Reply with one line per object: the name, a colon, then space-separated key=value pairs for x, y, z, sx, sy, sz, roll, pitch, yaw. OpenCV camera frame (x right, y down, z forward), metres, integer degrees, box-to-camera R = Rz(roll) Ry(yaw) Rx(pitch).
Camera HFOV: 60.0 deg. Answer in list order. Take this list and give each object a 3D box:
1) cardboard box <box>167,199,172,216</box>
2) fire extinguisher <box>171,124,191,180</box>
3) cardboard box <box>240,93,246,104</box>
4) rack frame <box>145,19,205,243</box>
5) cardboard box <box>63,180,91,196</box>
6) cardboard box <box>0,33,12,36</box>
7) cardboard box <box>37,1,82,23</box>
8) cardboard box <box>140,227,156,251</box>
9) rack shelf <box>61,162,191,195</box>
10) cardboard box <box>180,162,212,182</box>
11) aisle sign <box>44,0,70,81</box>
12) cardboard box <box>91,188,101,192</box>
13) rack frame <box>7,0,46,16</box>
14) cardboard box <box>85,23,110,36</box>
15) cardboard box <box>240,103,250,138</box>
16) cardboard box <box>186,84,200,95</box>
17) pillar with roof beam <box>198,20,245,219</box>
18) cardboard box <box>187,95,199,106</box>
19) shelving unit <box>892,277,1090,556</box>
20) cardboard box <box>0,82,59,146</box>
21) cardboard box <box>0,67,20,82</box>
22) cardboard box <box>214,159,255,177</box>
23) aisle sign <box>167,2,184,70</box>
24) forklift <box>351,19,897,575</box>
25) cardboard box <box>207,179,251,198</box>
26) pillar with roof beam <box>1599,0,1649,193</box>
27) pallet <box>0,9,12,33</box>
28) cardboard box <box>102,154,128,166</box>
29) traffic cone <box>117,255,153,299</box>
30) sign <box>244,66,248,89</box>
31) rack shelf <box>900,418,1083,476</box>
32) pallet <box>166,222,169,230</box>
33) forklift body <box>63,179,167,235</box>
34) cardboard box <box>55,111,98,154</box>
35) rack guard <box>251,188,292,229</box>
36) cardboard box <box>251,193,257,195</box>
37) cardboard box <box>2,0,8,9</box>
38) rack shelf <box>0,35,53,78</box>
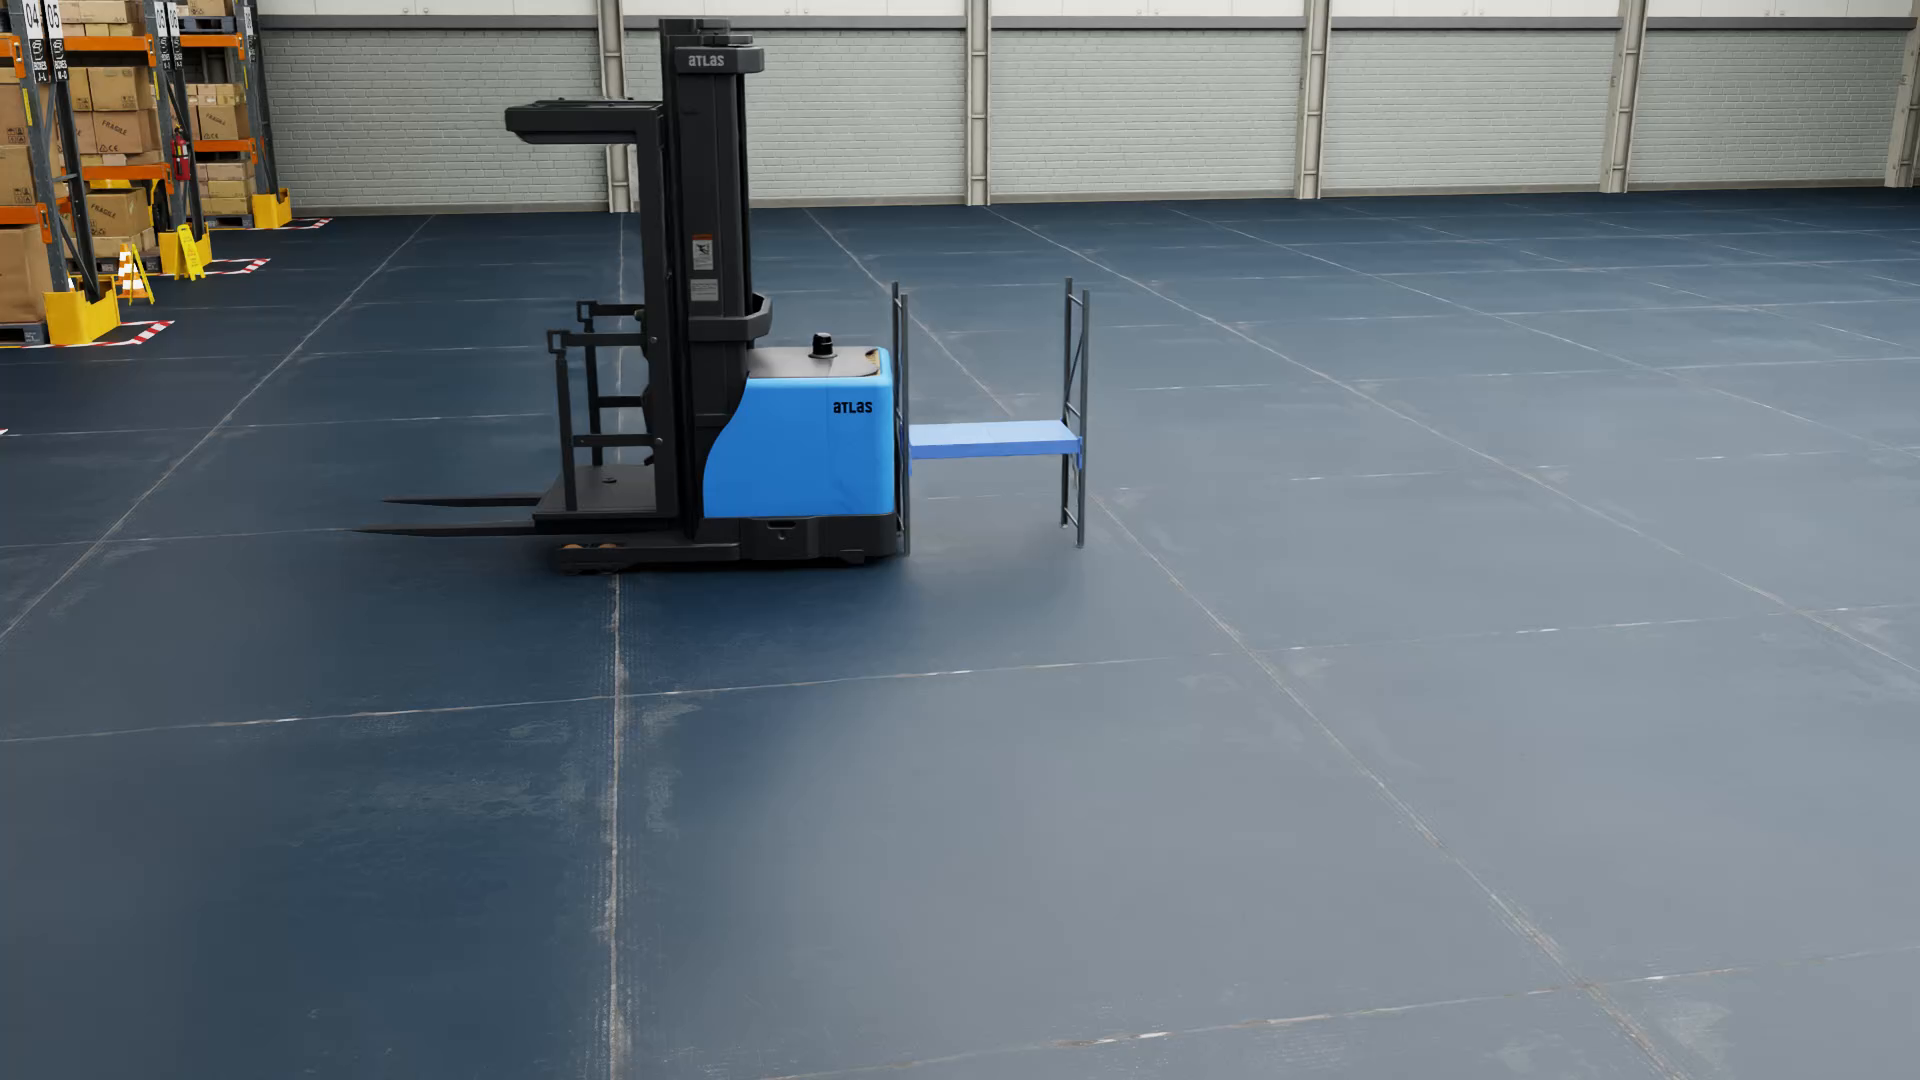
cardboard box: x=-12.016 y=-5.035 z=25.063 sx=0.500 sy=0.250 sz=0.500 roll=-3 pitch=17 yaw=-10
fire extinguisher: x=-9.486 y=-4.722 z=20.207 sx=0.183 sy=0.674 sz=0.296 roll=-3 pitch=17 yaw=-10
cardboard box: x=-11.014 y=-6.730 z=25.338 sx=0.250 sy=0.149 sz=0.380 roll=-4 pitch=17 yaw=-12
rack frame: x=-9.686 y=-4.885 z=20.608 sx=0.127 sy=3.000 sz=1.000 roll=-3 pitch=17 yaw=-10
cardboard box: x=-10.771 y=-4.280 z=20.225 sx=0.250 sy=0.149 sz=0.380 roll=-3 pitch=17 yaw=-9
cardboard box: x=-11.246 y=-6.035 z=19.671 sx=0.250 sy=0.149 sz=0.380 roll=-4 pitch=17 yaw=-12
cardboard box: x=-10.634 y=-6.260 z=19.723 sx=0.500 sy=0.250 sz=0.500 roll=-3 pitch=17 yaw=-11
cardboard box: x=-10.530 y=-3.806 z=21.063 sx=0.500 sy=0.250 sz=0.500 roll=-3 pitch=17 yaw=-11
rack shelf: x=-11.650 y=-4.430 z=20.351 sx=4.000 sy=0.370 sz=1.077 roll=-3 pitch=17 yaw=-10
cardboard box: x=-11.525 y=-5.534 z=24.987 sx=0.500 sy=0.250 sz=0.500 roll=-3 pitch=17 yaw=-9
aisle sign: x=-8.635 y=-4.797 z=15.893 sx=0.004 sy=0.787 sz=0.394 roll=-3 pitch=17 yaw=-10
cardboard box: x=-11.066 y=-4.133 z=20.849 sx=0.500 sy=0.500 sz=0.500 roll=-4 pitch=18 yaw=-13
rack frame: x=-8.648 y=-6.332 z=15.099 sx=0.127 sy=3.000 sz=1.000 roll=-3 pitch=17 yaw=-10
cardboard box: x=-10.221 y=-6.075 z=19.801 sx=0.250 sy=0.149 sz=0.380 roll=-3 pitch=17 yaw=-10
cardboard box: x=-11.170 y=-6.416 z=25.422 sx=0.500 sy=0.500 sz=0.500 roll=-3 pitch=17 yaw=-9
cardboard box: x=-11.431 y=-6.690 z=24.703 sx=0.250 sy=0.149 sz=0.380 roll=-3 pitch=17 yaw=-9
pillar with roof beam: x=-10.669 y=-8.164 z=21.064 sx=0.400 sy=9.000 sz=9.100 roll=-3 pitch=17 yaw=-10
cardboard box: x=-11.430 y=-6.554 z=24.766 sx=0.250 sy=0.149 sz=0.380 roll=-3 pitch=17 yaw=-9
shelving unit: x=0.165 y=-0.719 z=9.597 sx=1.048 sy=1.500 sz=0.538 roll=-3 pitch=17 yaw=-8
cardboard box: x=-9.019 y=-4.042 z=15.769 sx=0.550 sy=0.550 sz=0.875 roll=-3 pitch=17 yaw=-10
cardboard box: x=-11.126 y=-5.378 z=19.831 sx=0.500 sy=0.500 sz=0.700 roll=-3 pitch=17 yaw=-11
cardboard box: x=-11.139 y=-5.708 z=25.552 sx=0.500 sy=0.250 sz=0.500 roll=-4 pitch=17 yaw=-11
aisle sign: x=-9.684 y=-6.221 z=20.528 sx=0.004 sy=0.787 sz=0.394 roll=-3 pitch=17 yaw=-10
forklift: x=-1.894 y=-1.369 z=9.278 sx=3.031 sy=2.935 sz=1.130 roll=-1 pitch=17 yaw=-3
cardboard box: x=-11.050 y=-5.324 z=25.153 sx=0.500 sy=0.250 sz=0.500 roll=-3 pitch=17 yaw=-11
pillar with roof beam: x=12.895 y=-9.500 z=25.416 sx=0.400 sy=9.000 sz=9.100 roll=-3 pitch=17 yaw=-10
pallet: x=-9.374 y=-4.811 z=15.408 sx=1.213 sy=0.211 sz=1.003 roll=-3 pitch=17 yaw=-10
cardboard box: x=-10.240 y=-4.636 z=20.226 sx=0.250 sy=0.149 sz=0.380 roll=-3 pitch=17 yaw=-11
traffic cone: x=-9.319 y=-2.976 z=18.711 sx=0.334 sy=0.463 sz=0.336 roll=-3 pitch=17 yaw=-10
sign: x=-10.542 y=-6.825 z=24.549 sx=0.005 sy=0.325 sz=0.100 roll=-3 pitch=17 yaw=-10
rack shelf: x=0.165 y=-0.547 z=9.650 sx=1.000 sy=0.185 sz=0.538 roll=-3 pitch=17 yaw=-8
pallet: x=-12.570 y=-4.861 z=25.279 sx=1.213 sy=0.211 sz=1.003 roll=-3 pitch=17 yaw=-10
forklift body: x=-12.147 y=-5.279 z=23.334 sx=1.214 sy=2.155 sz=2.313 roll=-3 pitch=17 yaw=-10
cardboard box: x=-10.659 y=-4.939 z=20.106 sx=0.500 sy=0.500 sz=0.500 roll=-3 pitch=17 yaw=-10
rack guard: x=-10.608 y=-5.122 z=25.637 sx=0.348 sy=0.500 sz=1.175 roll=-3 pitch=17 yaw=-10
cardboard box: x=-11.151 y=-5.231 z=25.702 sx=0.500 sy=0.250 sz=0.500 roll=-3 pitch=17 yaw=-10
cardboard box: x=-9.045 y=-5.099 z=15.739 sx=0.250 sy=0.149 sz=0.380 roll=-3 pitch=17 yaw=-10
rack shelf: x=-10.611 y=-4.442 z=15.283 sx=4.000 sy=0.370 sz=1.077 roll=-3 pitch=17 yaw=-10
